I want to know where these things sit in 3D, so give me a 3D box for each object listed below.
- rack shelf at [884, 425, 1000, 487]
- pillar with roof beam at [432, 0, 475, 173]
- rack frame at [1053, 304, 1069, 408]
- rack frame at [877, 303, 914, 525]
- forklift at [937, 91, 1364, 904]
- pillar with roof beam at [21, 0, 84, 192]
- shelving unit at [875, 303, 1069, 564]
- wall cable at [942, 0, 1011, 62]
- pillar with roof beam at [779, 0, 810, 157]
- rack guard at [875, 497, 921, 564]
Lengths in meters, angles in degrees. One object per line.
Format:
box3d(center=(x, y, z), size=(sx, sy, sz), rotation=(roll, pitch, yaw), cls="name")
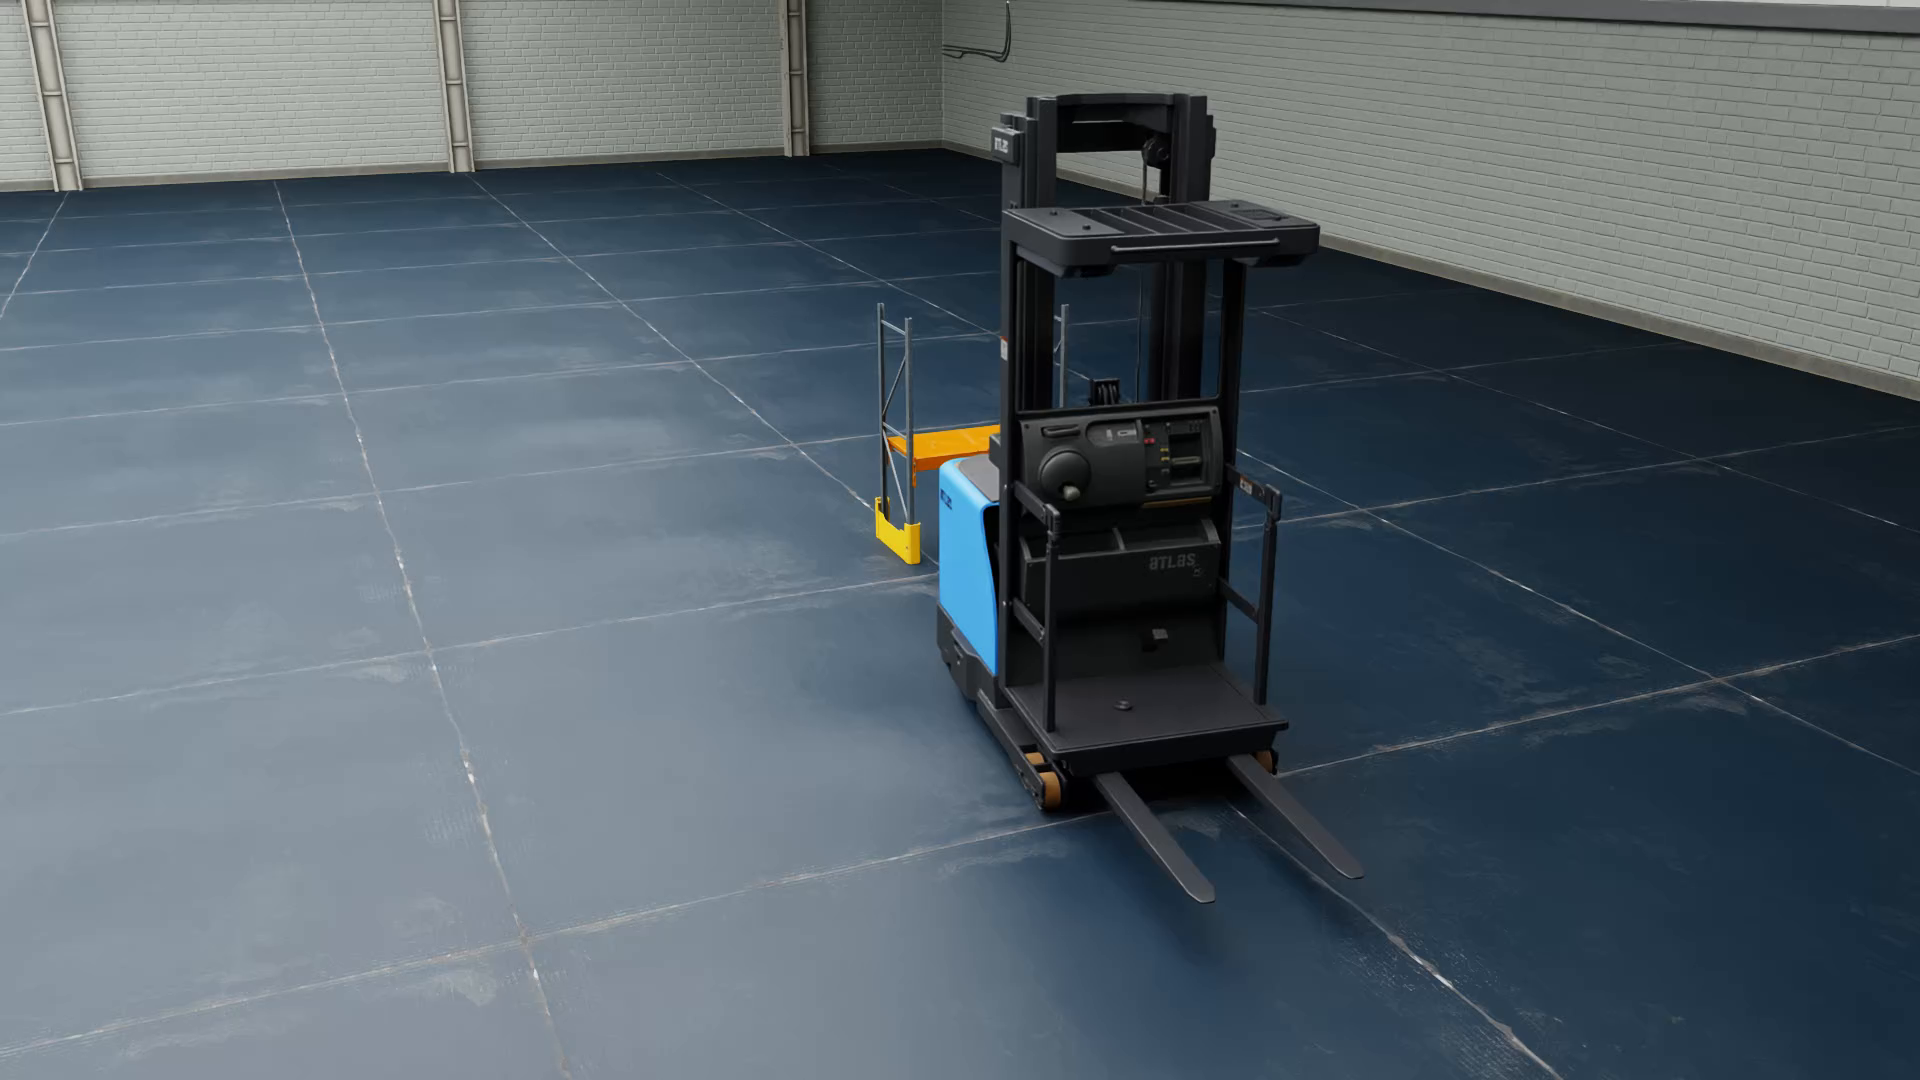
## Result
box3d(center=(0.078, -0.549, 10.365), size=(1.000, 0.185, 0.538), rotation=(-8, 21, -22), cls="rack shelf")
box3d(center=(-6.813, -9.240, 23.215), size=(0.400, 9.000, 9.100), rotation=(-8, 21, -22), cls="pillar with roof beam")
box3d(center=(0.545, -0.786, 10.495), size=(0.032, 1.500, 0.500), rotation=(-8, 21, -22), cls="rack frame")
box3d(center=(-0.388, -0.652, 10.115), size=(0.032, 1.500, 0.500), rotation=(-8, 21, -22), cls="rack frame")
box3d(center=(0.780, -0.358, 7.127), size=(1.130, 2.935, 3.031), rotation=(-6, 20, -15), cls="forklift")
box3d(center=(-12.322, -8.451, 20.973), size=(0.400, 9.000, 9.100), rotation=(-8, 21, -22), cls="pillar with roof beam")
box3d(center=(0.070, -0.717, 10.301), size=(1.083, 1.500, 0.587), rotation=(-8, 21, -22), cls="shelving unit")
box3d(center=(0.220, -9.862, 29.656), size=(0.112, 2.526, 3.097), rotation=(-8, 21, -22), cls="wall cable")
box3d(center=(-1.304, -10.029, 25.456), size=(0.400, 9.000, 9.100), rotation=(-8, 21, -22), cls="pillar with roof beam")
box3d(center=(-0.387, -0.062, 10.323), size=(0.087, 0.250, 0.587), rotation=(-8, 21, -22), cls="rack guard")
